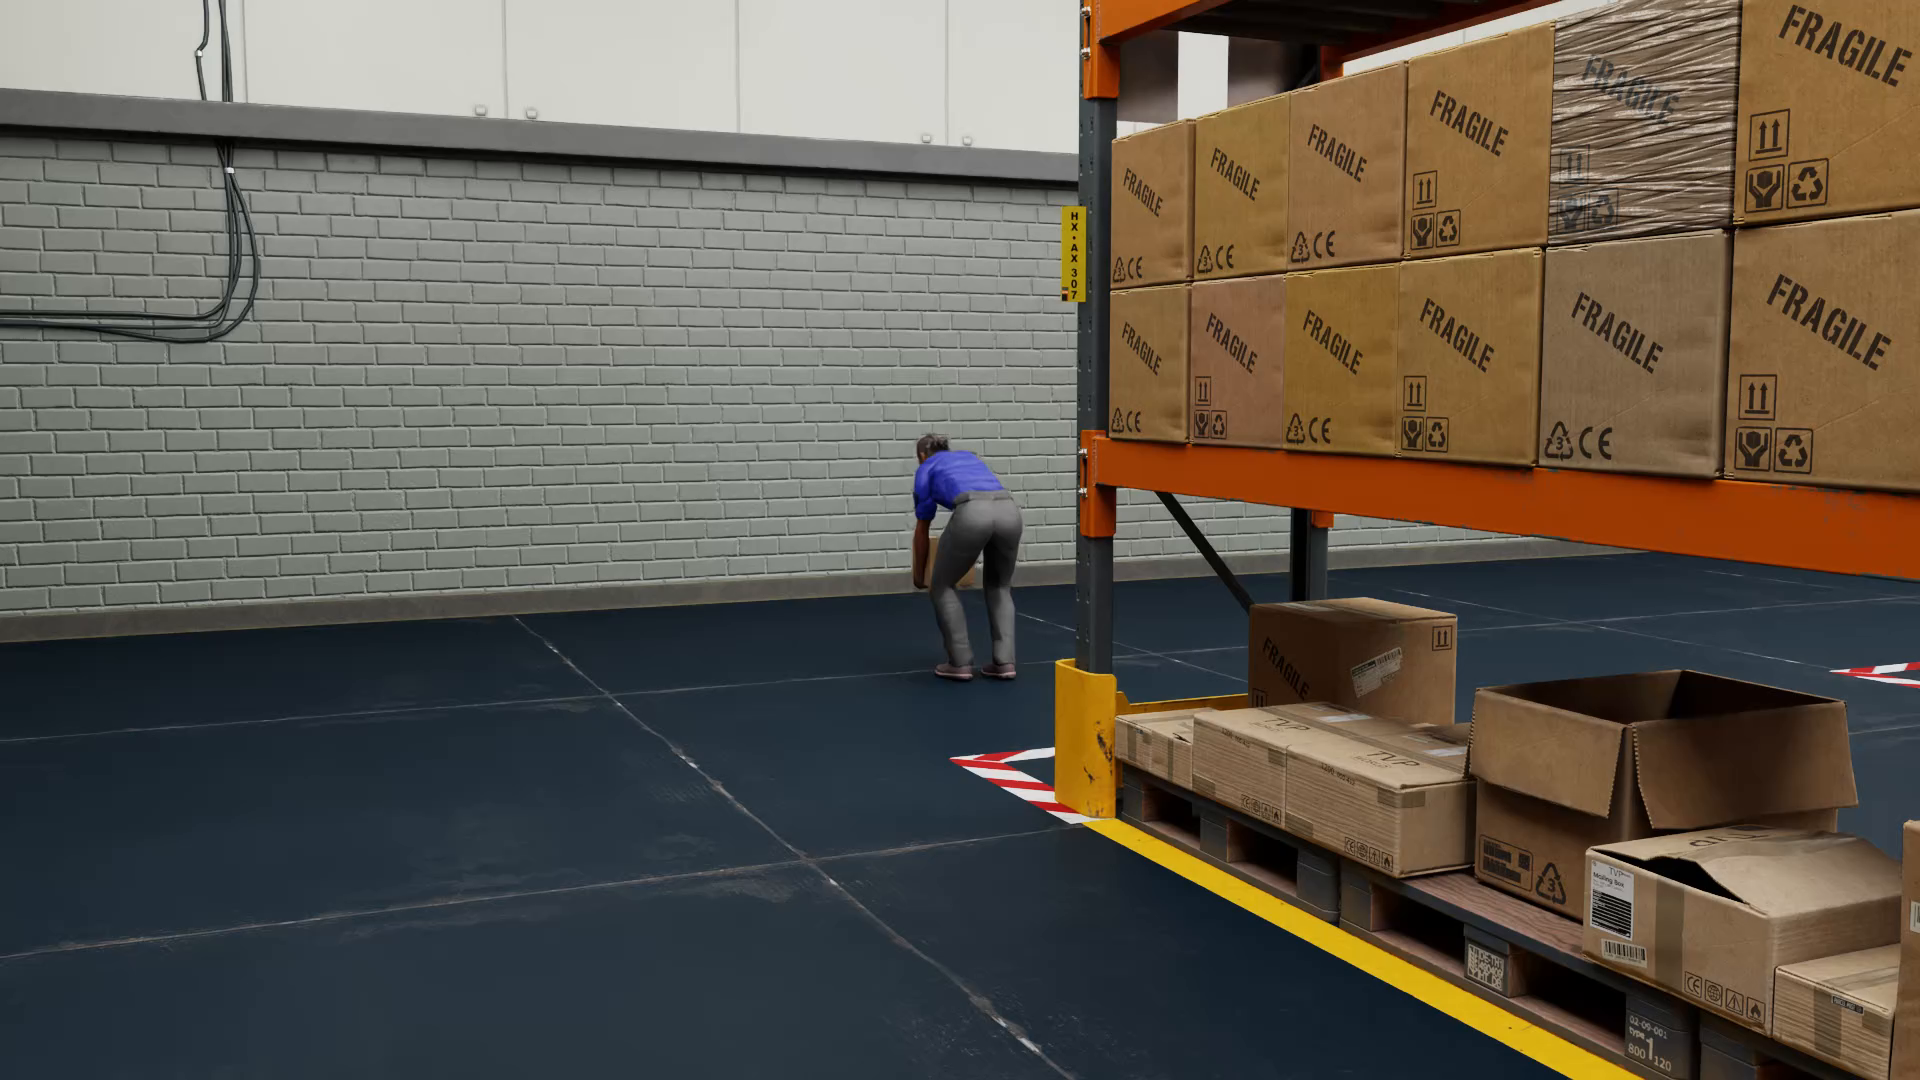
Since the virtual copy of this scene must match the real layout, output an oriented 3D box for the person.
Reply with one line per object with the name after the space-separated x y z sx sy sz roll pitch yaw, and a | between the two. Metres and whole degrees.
0.009 0.080 8.513 0.426 1.221 0.824 -3 6 -26 | person
